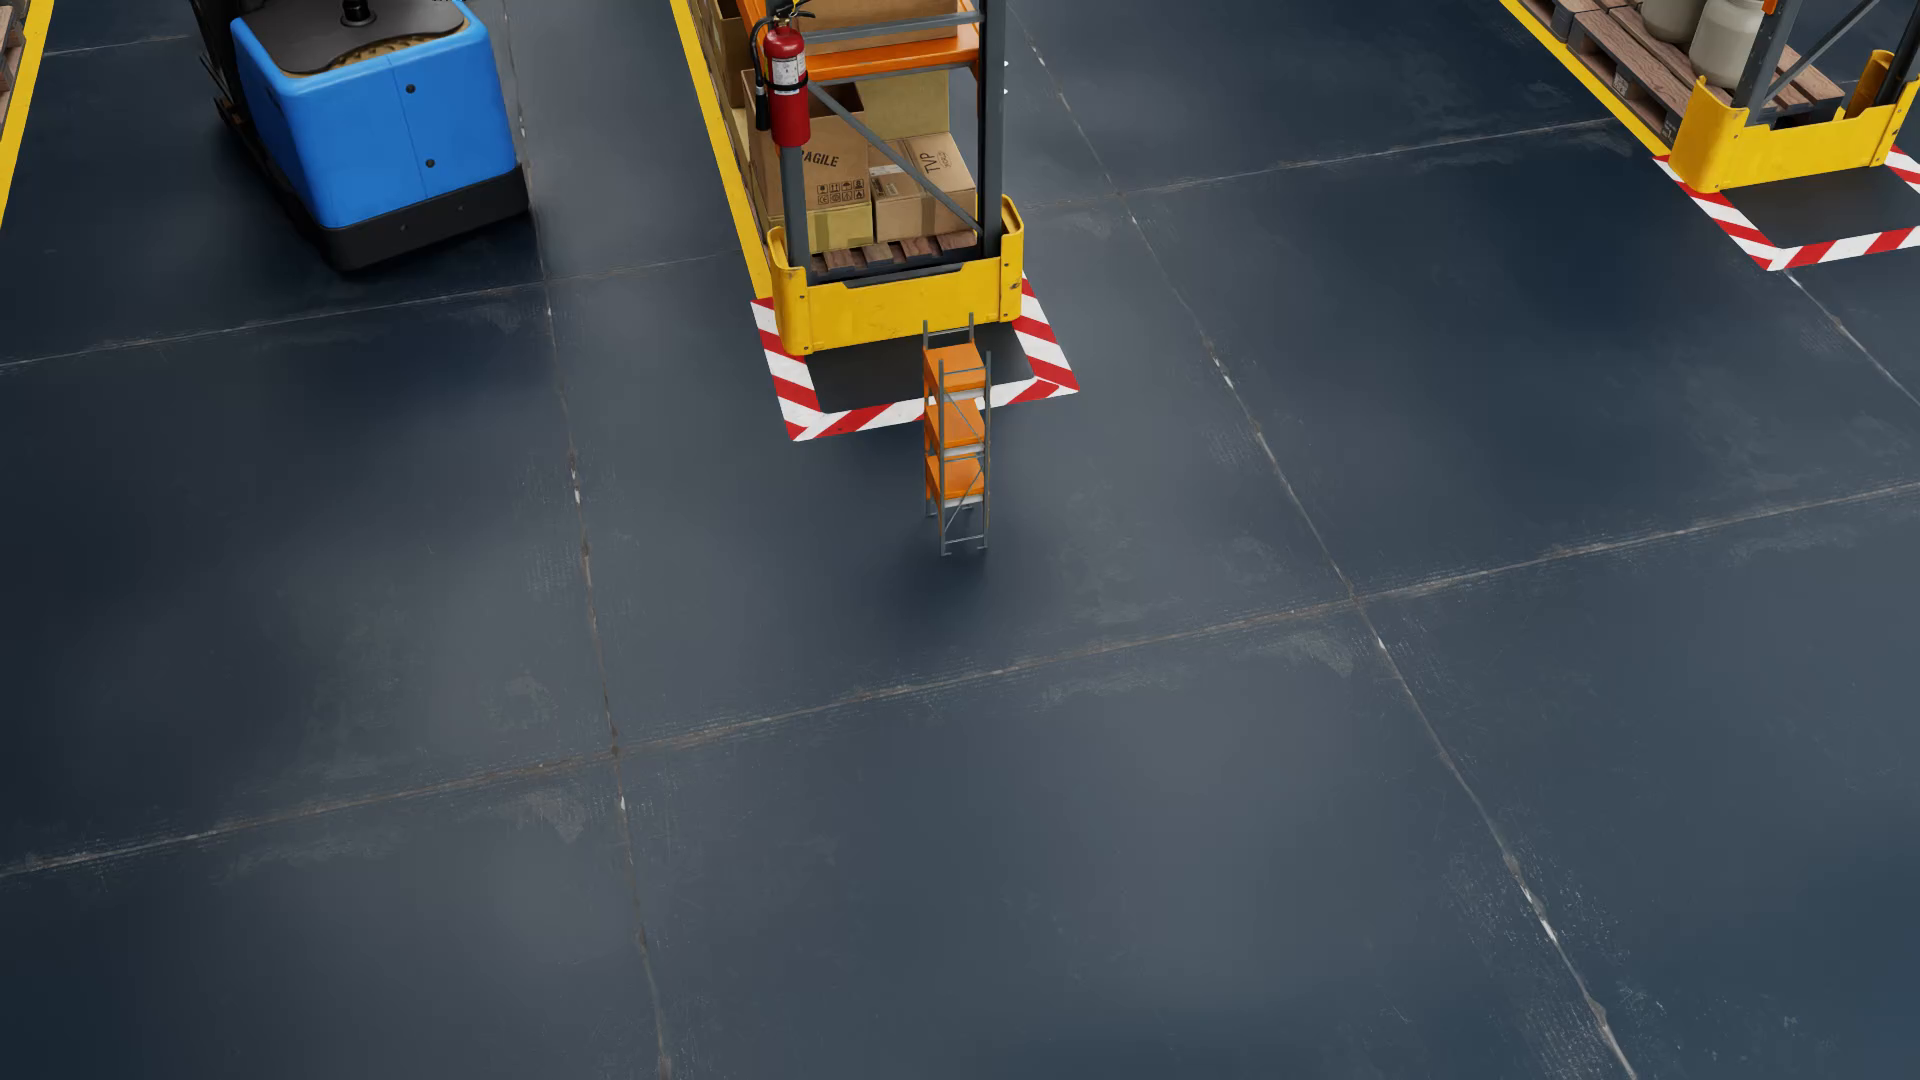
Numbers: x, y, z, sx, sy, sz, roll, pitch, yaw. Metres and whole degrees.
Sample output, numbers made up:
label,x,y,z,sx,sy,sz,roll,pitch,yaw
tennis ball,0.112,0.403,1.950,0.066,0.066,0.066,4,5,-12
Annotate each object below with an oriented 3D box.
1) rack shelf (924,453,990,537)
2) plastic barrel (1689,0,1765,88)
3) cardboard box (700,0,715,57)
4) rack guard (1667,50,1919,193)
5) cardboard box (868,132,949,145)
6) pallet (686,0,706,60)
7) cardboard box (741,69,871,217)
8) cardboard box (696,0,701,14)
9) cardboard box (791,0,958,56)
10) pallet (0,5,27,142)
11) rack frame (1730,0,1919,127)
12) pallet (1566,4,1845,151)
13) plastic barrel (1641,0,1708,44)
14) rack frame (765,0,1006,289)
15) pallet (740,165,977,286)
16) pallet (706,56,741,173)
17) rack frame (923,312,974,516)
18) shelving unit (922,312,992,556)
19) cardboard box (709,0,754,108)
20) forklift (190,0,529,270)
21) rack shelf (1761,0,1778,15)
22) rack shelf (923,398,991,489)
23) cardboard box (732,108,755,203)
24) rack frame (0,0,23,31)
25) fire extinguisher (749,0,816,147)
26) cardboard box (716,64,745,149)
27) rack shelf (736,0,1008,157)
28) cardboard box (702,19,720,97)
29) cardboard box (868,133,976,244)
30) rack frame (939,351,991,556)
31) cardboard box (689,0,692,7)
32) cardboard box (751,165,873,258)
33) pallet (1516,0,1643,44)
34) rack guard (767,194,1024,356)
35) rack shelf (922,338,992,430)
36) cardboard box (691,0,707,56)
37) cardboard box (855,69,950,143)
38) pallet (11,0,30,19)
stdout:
label,x,y,z,sx,sy,sz,roll,pitch,yaw
rack shelf,-0.014,-0.202,6.868,0.215,0.259,0.240,-11,47,-10
plastic barrel,4.243,-2.771,9.064,0.421,0.512,0.421,0,46,0
cardboard box,-1.126,-2.947,8.895,0.500,0.500,0.500,-11,47,-10
rack guard,4.421,-2.223,8.830,1.175,0.500,0.348,-11,47,-10
cardboard box,-0.357,-2.091,8.581,0.500,0.250,0.500,-11,47,-10
pallet,-1.165,-3.380,10.166,1.003,0.211,1.213,-11,47,-10
cardboard box,-0.729,-1.914,7.883,0.500,0.500,0.500,-11,47,-10
cardboard box,-1.255,-3.292,9.233,0.500,0.500,0.500,-11,47,-10
cardboard box,-0.411,-2.511,7.291,0.700,0.500,0.500,-11,47,-10
pallet,-5.909,-2.571,9.373,1.003,0.211,1.213,-11,47,-10
rack frame,4.486,-3.054,7.894,1.000,3.000,0.127,-11,47,-10
pallet,4.218,-2.684,9.483,1.003,0.211,1.213,-11,47,-10
plastic barrel,4.115,-3.117,9.403,0.421,0.512,0.421,0,46,0
rack frame,-0.304,-2.151,7.009,1.000,3.000,0.127,-11,47,-10
pallet,-0.540,-1.696,8.515,1.003,0.211,1.213,-11,47,-10
pallet,-0.849,-2.536,9.339,1.003,0.211,1.213,-11,47,-10
rack frame,-0.045,-0.489,6.745,0.200,1.050,0.008,-11,47,-10
shelving unit,-0.014,-0.404,6.662,0.215,1.050,0.252,-11,47,-10
cardboard box,-0.999,-2.602,8.557,0.500,0.500,0.500,-11,47,-10
forklift,-3.466,-3.382,8.263,1.130,2.935,3.031,-26,51,-23
rack shelf,3.974,-4.183,9.504,1.077,0.370,4.000,-11,47,-10
rack shelf,-0.014,-0.397,6.670,0.215,0.259,0.240,-11,47,-10
cardboard box,-0.866,-1.995,8.487,0.500,0.250,0.500,-11,47,-10
rack frame,-6.115,-4.005,8.825,1.000,3.000,0.127,-11,47,-10
fire extinguisher,-0.722,-1.958,6.873,0.296,0.674,0.183,-11,47,-10
cardboard box,-0.996,-2.340,8.825,0.500,0.250,0.500,-11,47,-10
rack shelf,-0.816,-3.280,8.619,1.077,0.370,4.000,-11,47,-10
cardboard box,-1.122,-2.686,9.164,0.500,0.250,0.500,-11,47,-10
cardboard box,-0.226,-1.747,8.244,0.500,0.250,0.500,-11,47,-10
rack frame,0.018,-0.320,6.579,0.200,1.050,0.008,-11,47,-10
cardboard box,-1.379,-3.376,9.840,0.500,0.250,0.500,-11,47,-10
cardboard box,-0.727,-1.652,8.151,0.500,0.250,0.500,-11,47,-10
pallet,3.909,-3.525,10.307,1.003,0.211,1.213,-11,47,-10
rack guard,-0.297,-1.260,7.885,1.175,0.500,0.348,-11,47,-10
rack shelf,-0.014,-0.596,6.467,0.215,0.259,0.240,-11,47,-10
cardboard box,-1.256,-3.030,9.501,0.500,0.250,0.500,-11,47,-10
cardboard box,-0.356,-2.354,8.314,0.500,0.500,0.500,-11,47,-10
pallet,-6.316,-3.566,10.348,1.003,0.211,1.213,-11,47,-10
